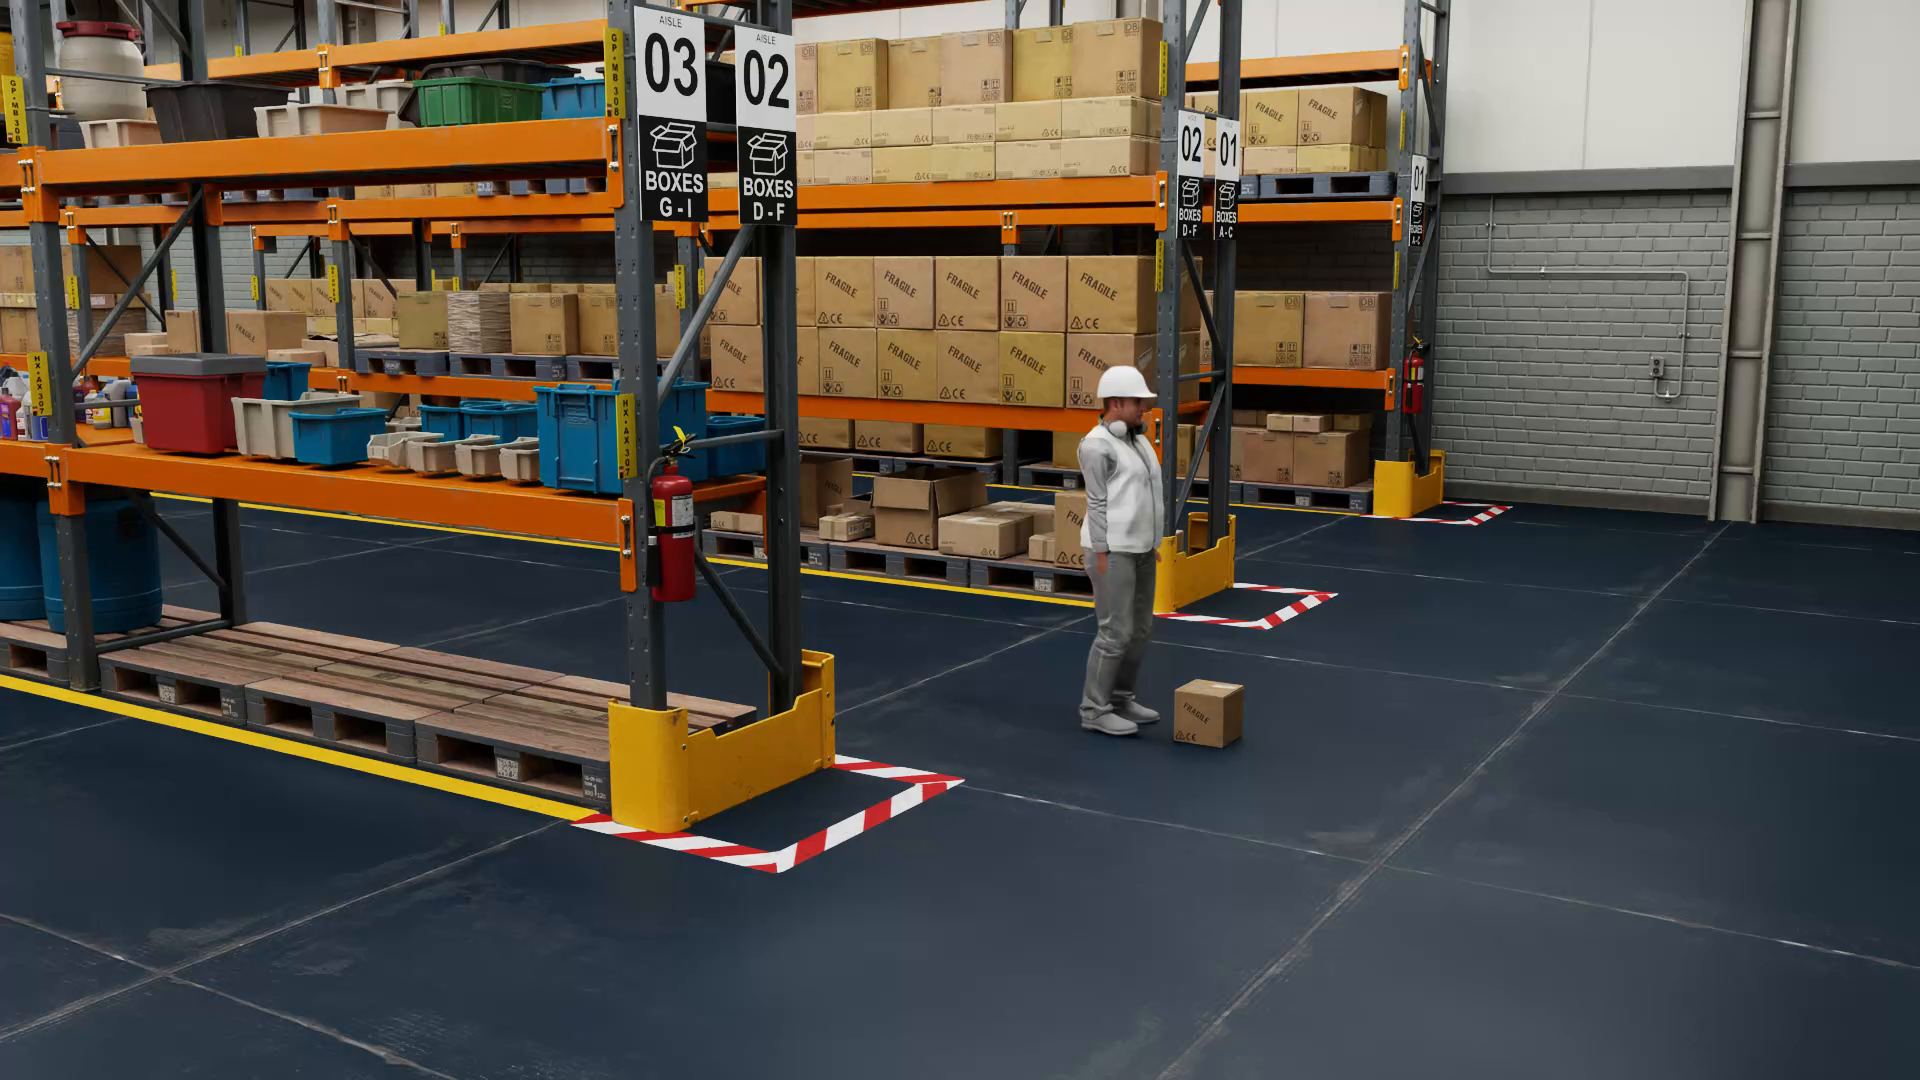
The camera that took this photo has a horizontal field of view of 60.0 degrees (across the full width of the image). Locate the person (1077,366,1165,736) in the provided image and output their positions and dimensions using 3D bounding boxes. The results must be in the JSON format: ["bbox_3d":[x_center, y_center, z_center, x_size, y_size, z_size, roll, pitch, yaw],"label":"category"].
[{"bbox_3d":[0.795,0.040,8.082,0.360,1.767,0.533,6,11,32],"label":"person"}]
